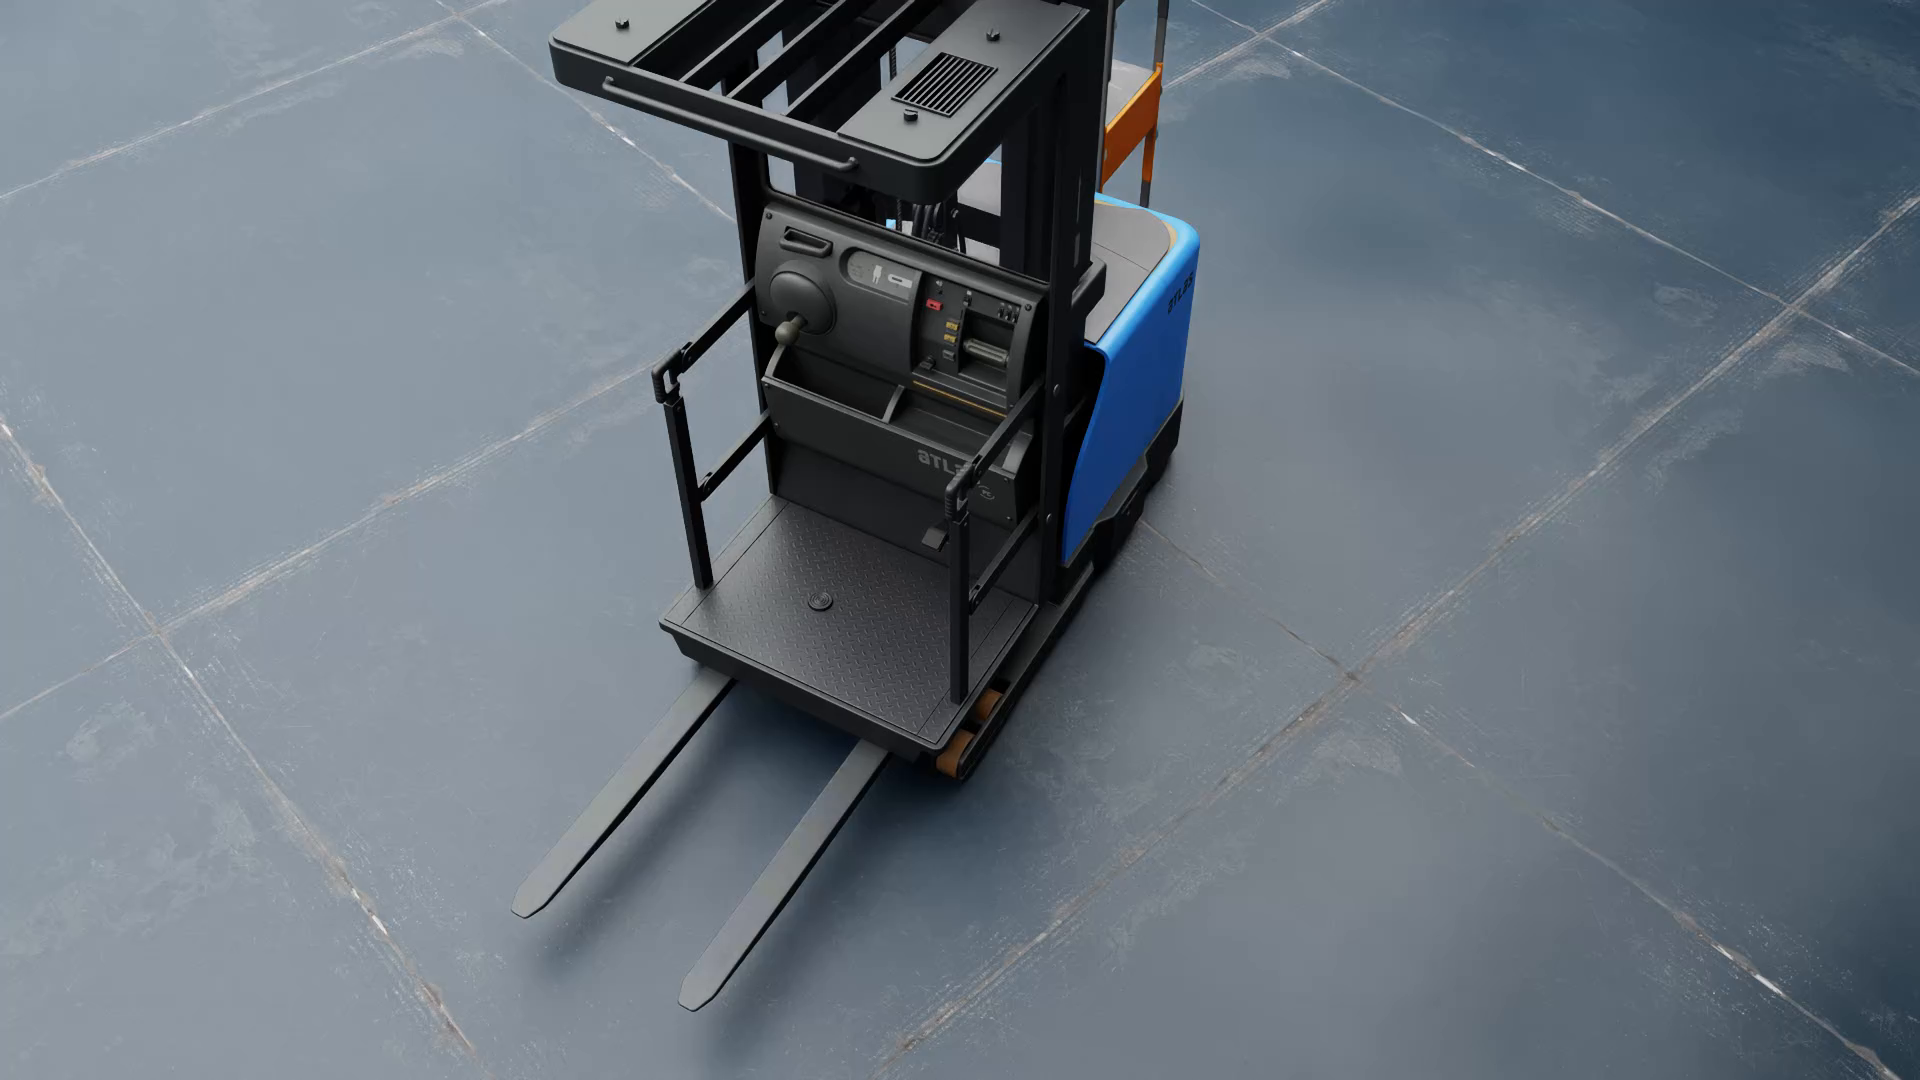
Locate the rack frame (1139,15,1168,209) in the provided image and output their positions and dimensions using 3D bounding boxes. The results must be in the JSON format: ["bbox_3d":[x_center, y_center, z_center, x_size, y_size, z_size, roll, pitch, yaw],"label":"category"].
[{"bbox_3d":[0.569,-1.661,6.354,0.400,2.100,0.015,22,51,19],"label":"rack frame"}]

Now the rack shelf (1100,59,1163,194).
[{"bbox_3d":[0.450,-1.495,6.219,0.431,0.518,0.480,22,51,19],"label":"rack shelf"}]

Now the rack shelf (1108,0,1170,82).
[{"bbox_3d":[0.450,-1.970,5.705,0.431,0.518,0.480,22,51,19],"label":"rack shelf"}]

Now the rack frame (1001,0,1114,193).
[{"bbox_3d":[0.330,-1.348,6.065,0.400,2.100,0.015,22,51,19],"label":"rack frame"}]

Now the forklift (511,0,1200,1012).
[{"bbox_3d":[-0.304,-0.595,4.805,1.130,2.935,3.031,22,51,19],"label":"forklift"}]

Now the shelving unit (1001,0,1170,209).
[{"bbox_3d":[0.450,-1.504,6.209,0.431,2.100,0.503,22,51,19],"label":"shelving unit"}]
